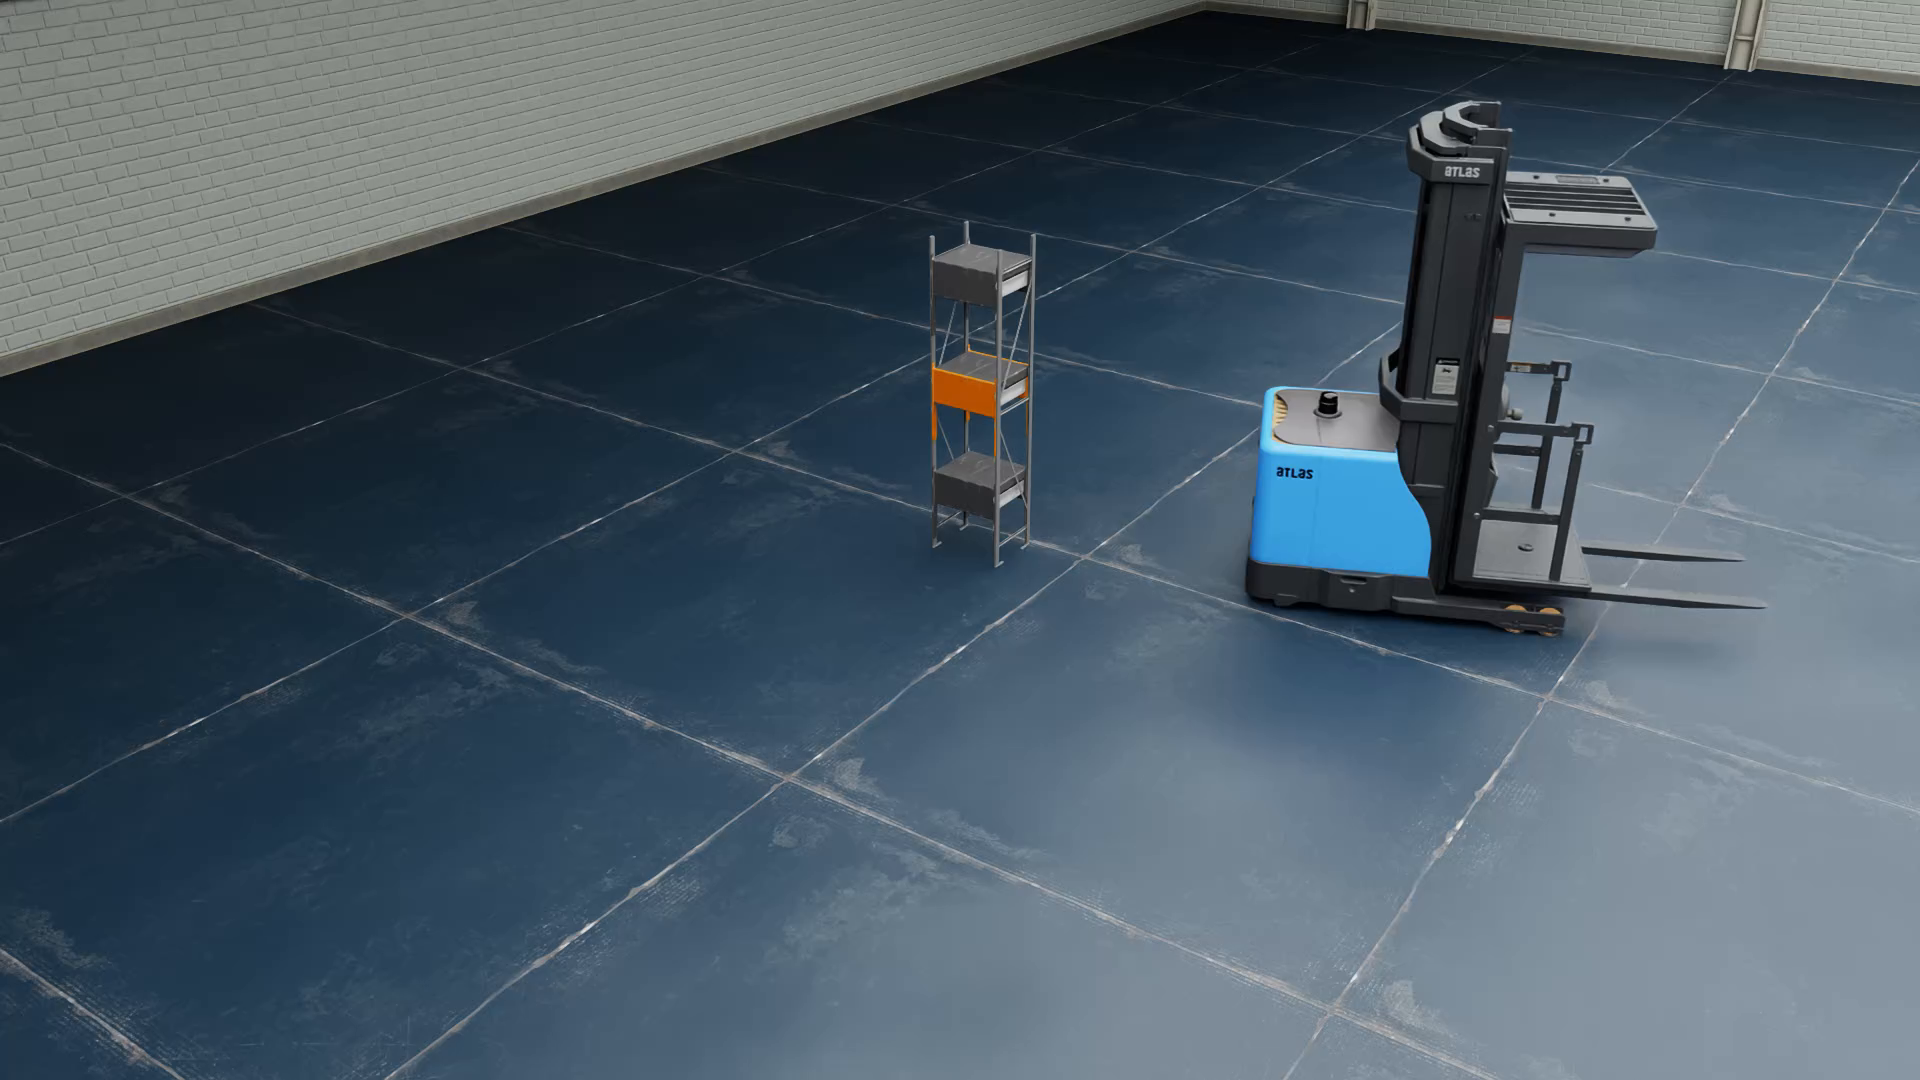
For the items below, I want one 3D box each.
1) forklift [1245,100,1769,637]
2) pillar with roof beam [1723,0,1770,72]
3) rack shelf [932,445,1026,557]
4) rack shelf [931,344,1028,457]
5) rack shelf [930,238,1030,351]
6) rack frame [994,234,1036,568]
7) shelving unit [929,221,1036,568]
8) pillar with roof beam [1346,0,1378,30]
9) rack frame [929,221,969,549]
[{"bbox_3d":[3.327,-0.995,9.748,3.031,2.935,1.130,5,27,10],"label":"forklift"},{"bbox_3d":[9.231,-9.458,19.687,0.400,9.000,9.100,17,32,30],"label":"pillar with roof beam"},{"bbox_3d":[0.136,-0.257,10.788,0.480,0.518,0.431,17,32,30],"label":"rack shelf"},{"bbox_3d":[0.136,-0.881,10.470,0.480,0.518,0.431,17,32,30],"label":"rack shelf"},{"bbox_3d":[0.136,-1.505,10.153,0.480,0.518,0.431,17,32,30],"label":"rack shelf"},{"bbox_3d":[0.338,-0.831,10.341,0.015,2.100,0.400,17,32,30],"label":"rack frame"},{"bbox_3d":[0.136,-0.893,10.464,0.503,2.100,0.431,17,32,30],"label":"shelving unit"},{"bbox_3d":[4.286,-10.999,22.715,0.400,9.000,9.100,17,32,30],"label":"pillar with roof beam"},{"bbox_3d":[-0.065,-0.956,10.587,0.015,2.100,0.400,17,32,30],"label":"rack frame"}]
